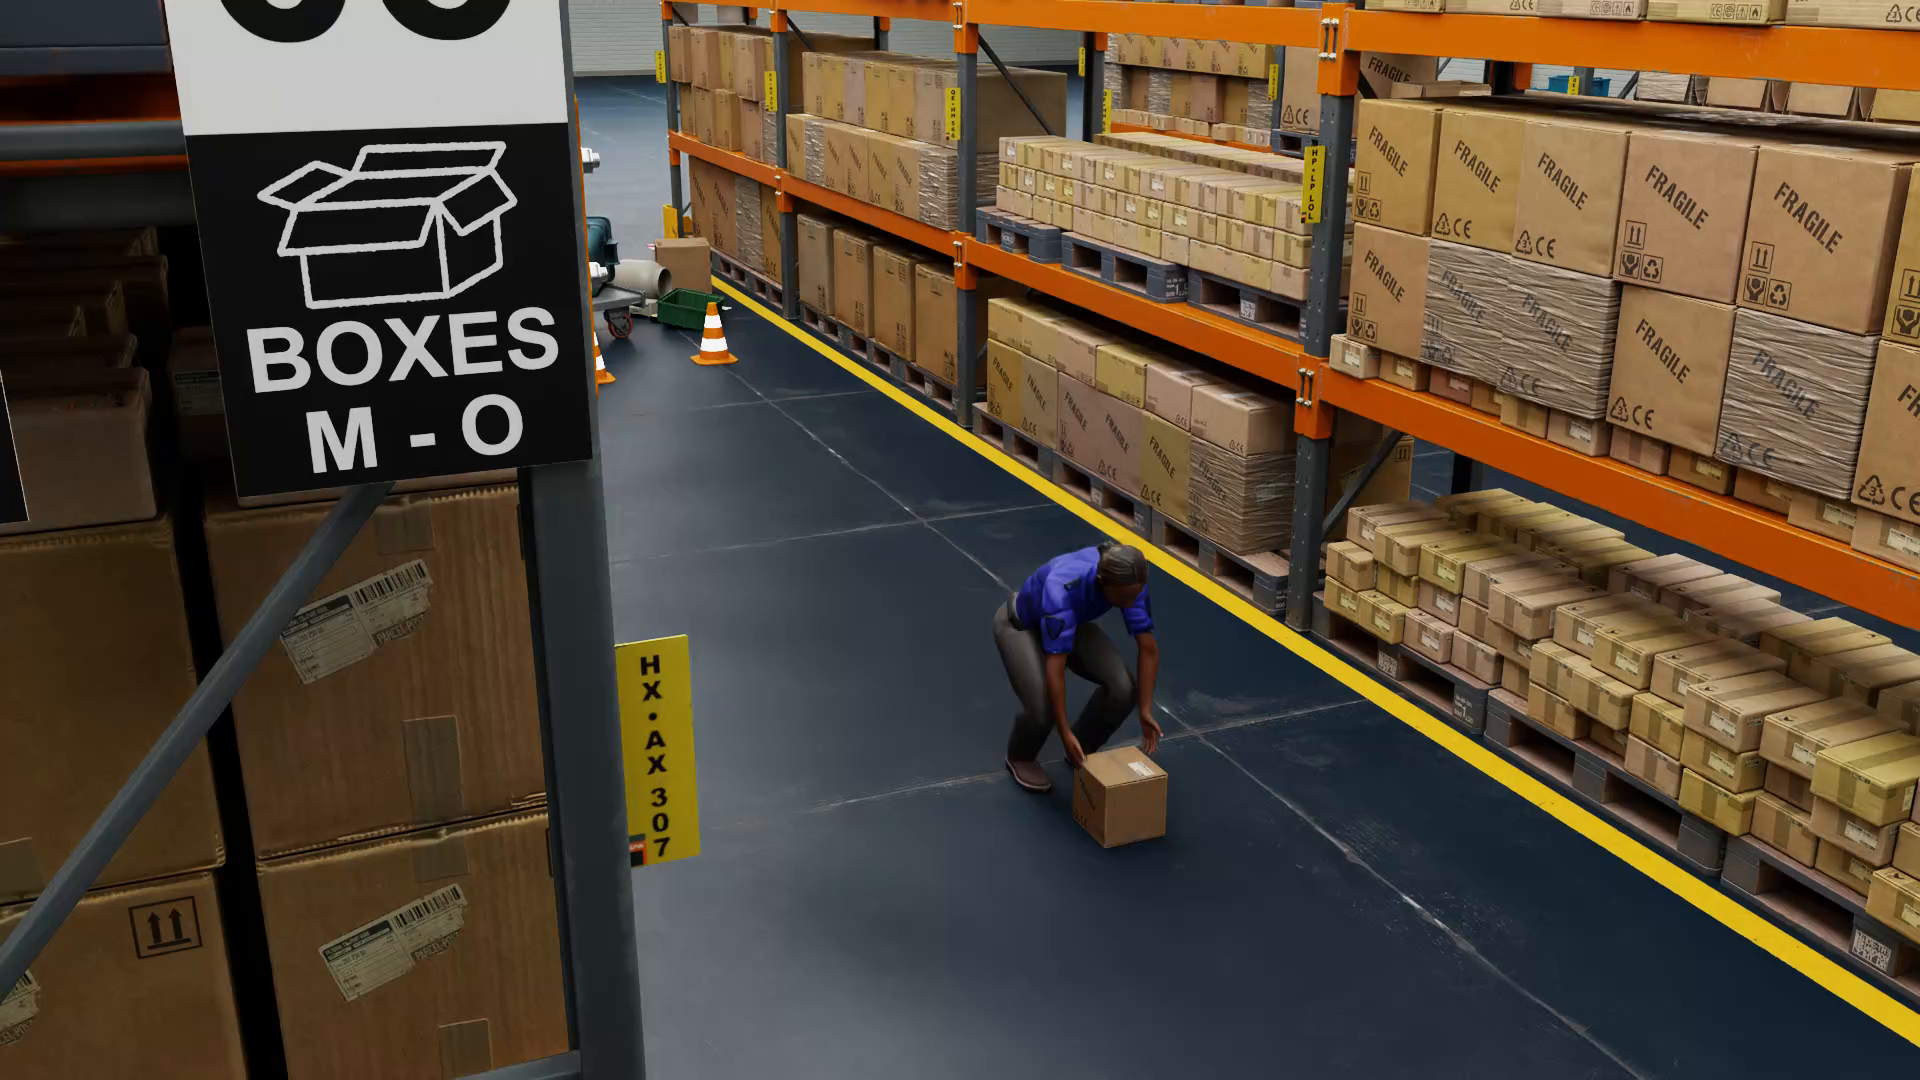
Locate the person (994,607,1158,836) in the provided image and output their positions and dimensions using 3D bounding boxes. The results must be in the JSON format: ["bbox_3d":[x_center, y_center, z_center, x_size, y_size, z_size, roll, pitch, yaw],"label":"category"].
[{"bbox_3d":[0.441,0.580,6.234,0.478,0.809,0.815,-8,21,-22],"label":"person"}]
